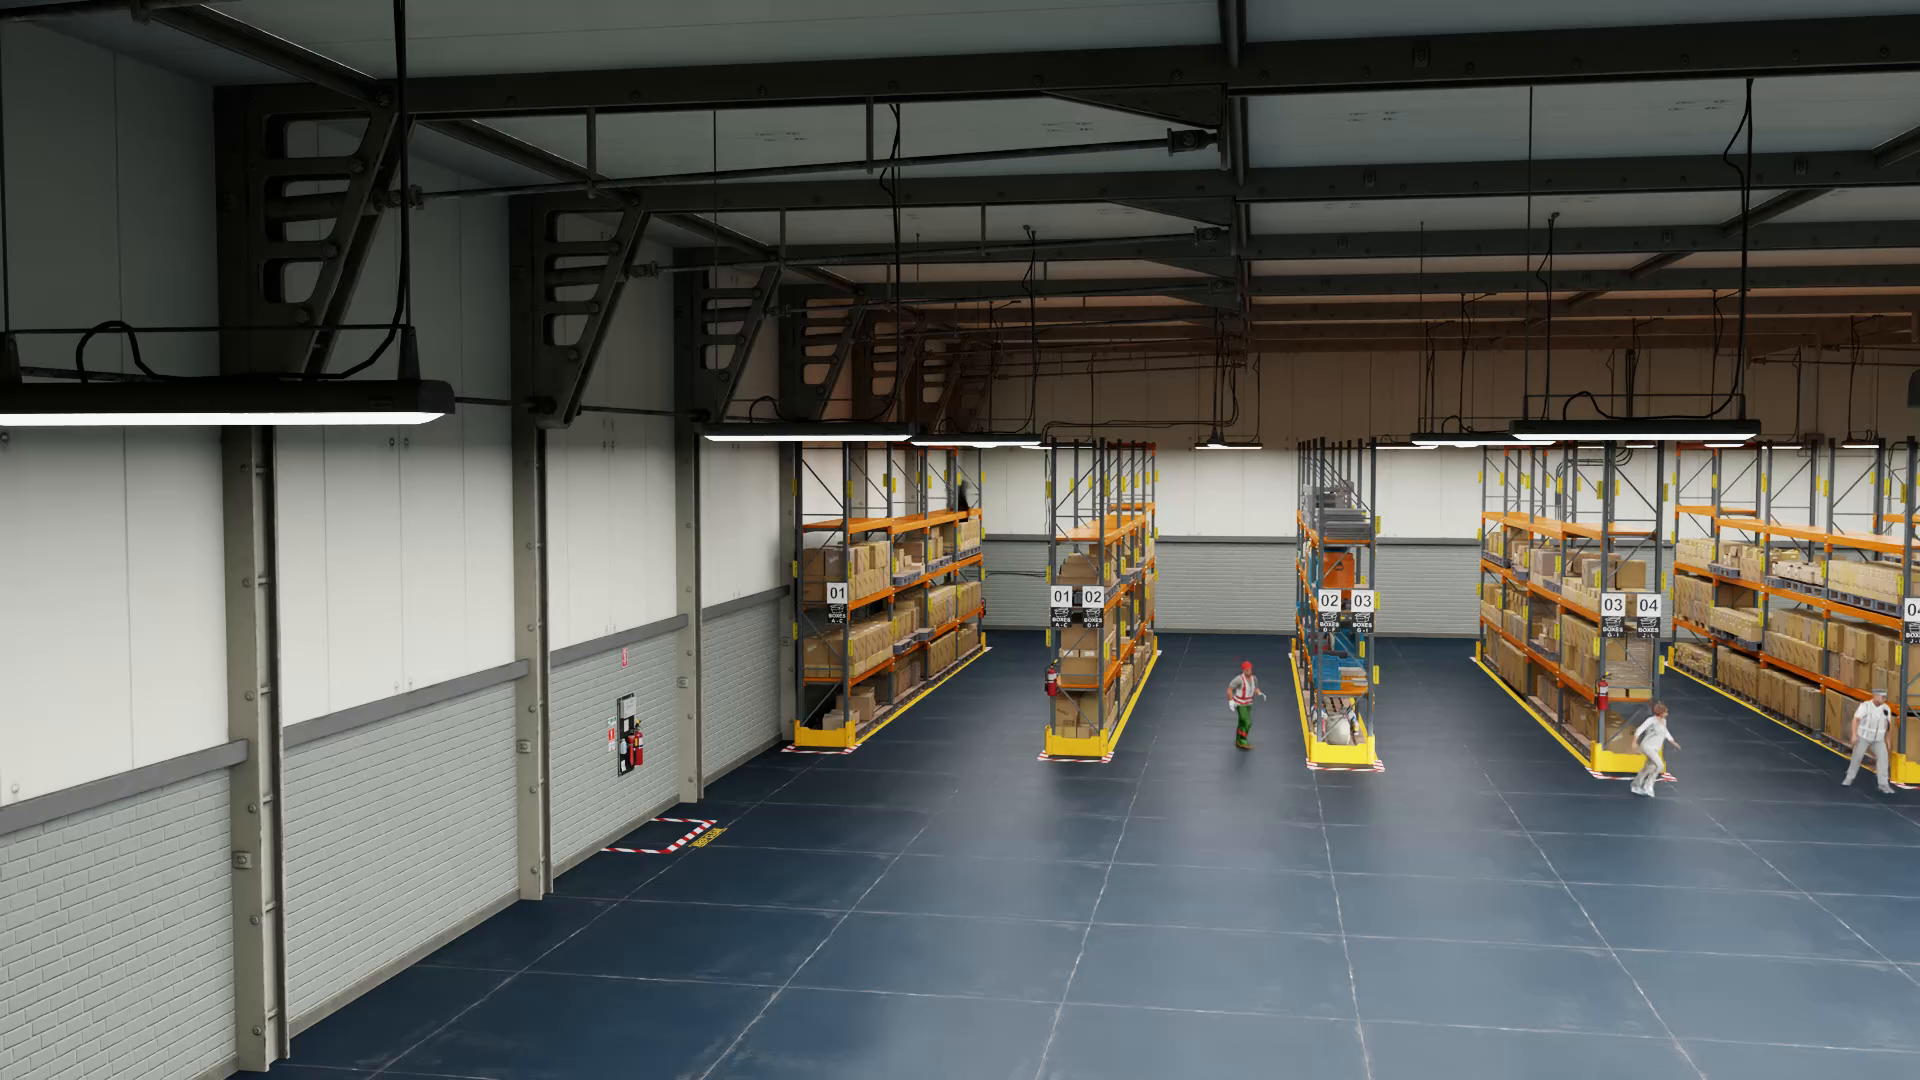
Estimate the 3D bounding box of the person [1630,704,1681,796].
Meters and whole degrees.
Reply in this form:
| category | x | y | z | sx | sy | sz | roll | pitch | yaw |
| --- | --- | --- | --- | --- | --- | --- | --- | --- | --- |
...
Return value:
| category | x | y | z | sx | sy | sz | roll | pitch | yaw |
| --- | --- | --- | --- | --- | --- | --- | --- | --- | --- |
| person | 11.513 | 3.474 | 27.572 | 0.518 | 1.540 | 0.780 | -2 | 4 | -38 |

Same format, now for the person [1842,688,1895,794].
| category | x | y | z | sx | sy | sz | roll | pitch | yaw |
| --- | --- | --- | --- | --- | --- | --- | --- | --- | --- |
| person | 15.431 | 3.372 | 28.203 | 0.730 | 1.742 | 0.777 | 0 | 3 | 3 |

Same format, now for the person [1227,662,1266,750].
| category | x | y | z | sx | sy | sz | roll | pitch | yaw |
| --- | --- | --- | --- | --- | --- | --- | --- | --- | --- |
| person | 5.529 | 3.192 | 32.104 | 0.671 | 1.732 | 0.809 | -3 | 4 | -42 |
